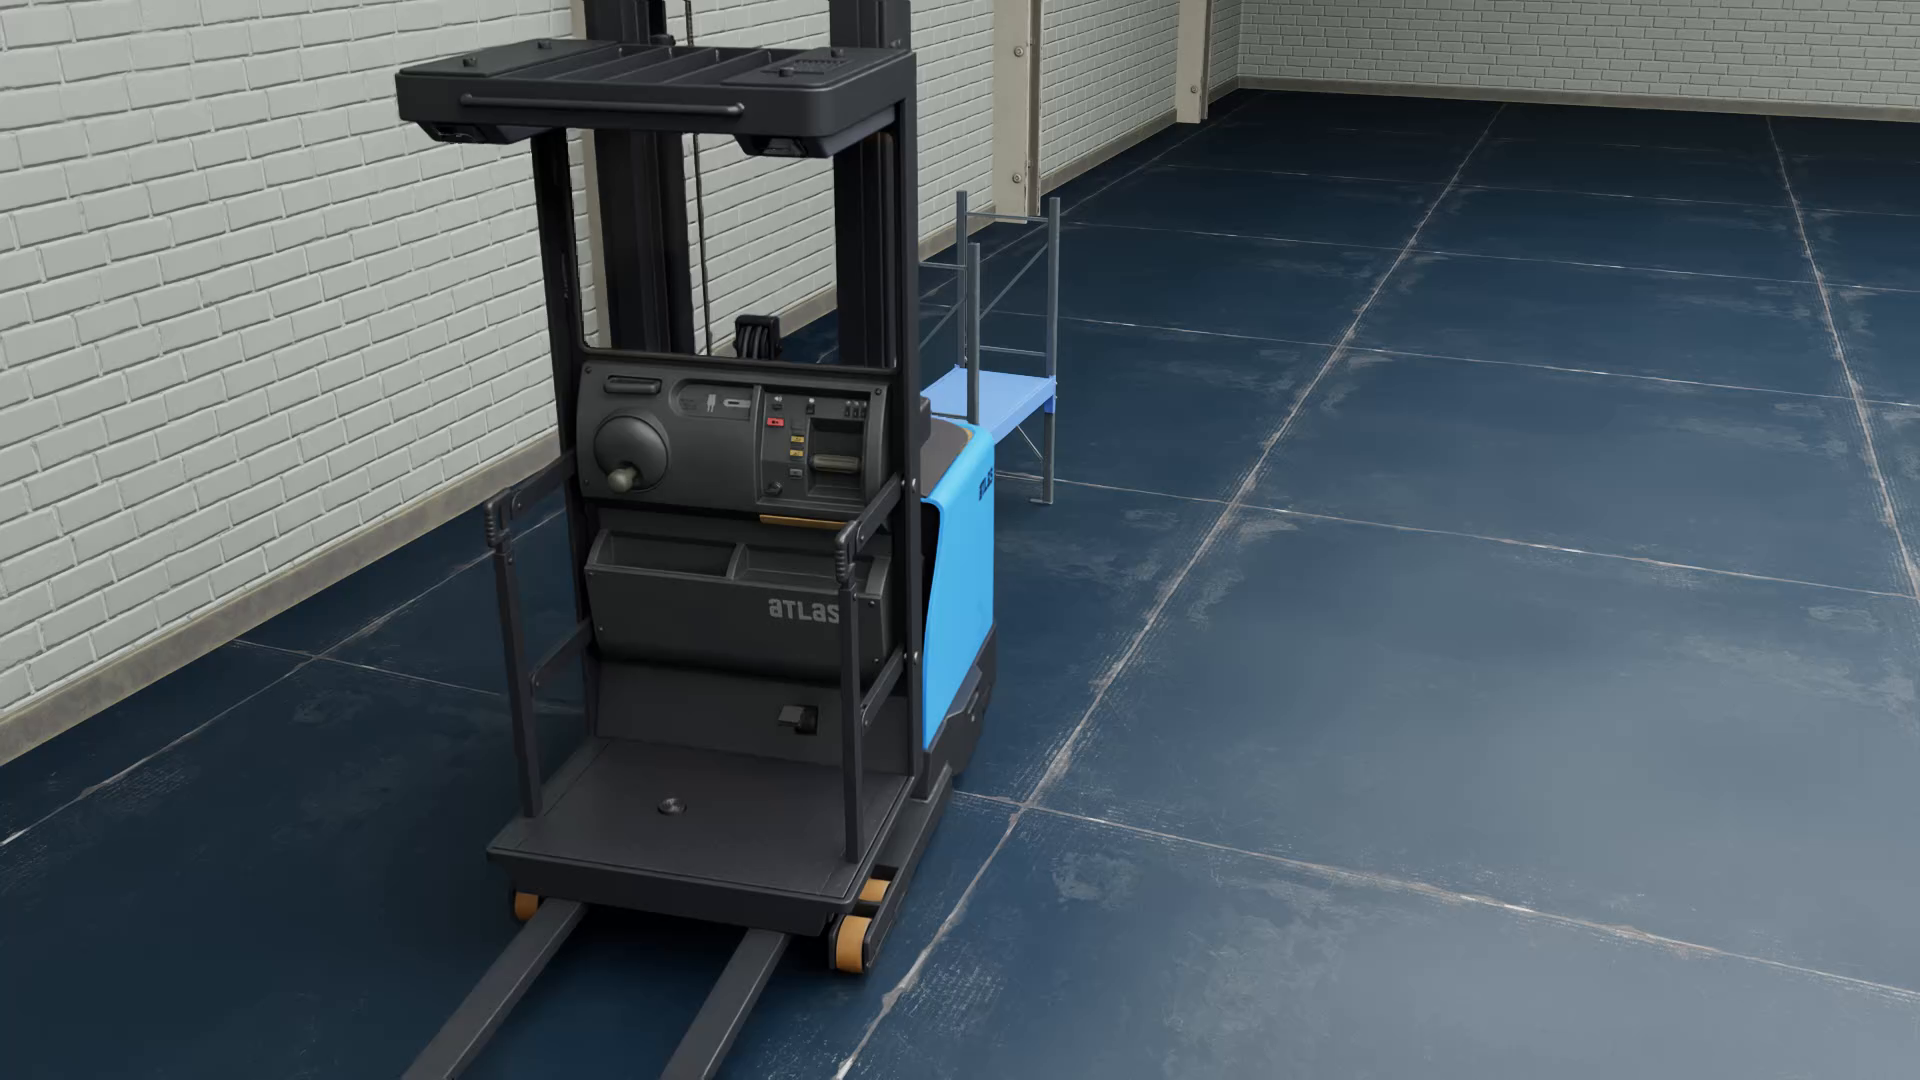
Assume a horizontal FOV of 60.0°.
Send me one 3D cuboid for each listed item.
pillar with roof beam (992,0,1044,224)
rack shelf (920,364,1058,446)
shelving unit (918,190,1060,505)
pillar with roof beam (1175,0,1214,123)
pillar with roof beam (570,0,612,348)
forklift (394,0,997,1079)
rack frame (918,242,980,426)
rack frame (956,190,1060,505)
[{"bbox_3d":[4.484,-6.336,11.243,9.100,9.000,0.400,9,24,20],"label":"pillar with roof beam"},{"bbox_3d":[0.032,-0.557,7.603,0.538,0.185,1.000,9,24,20],"label":"rack shelf"},{"bbox_3d":[0.032,-0.723,7.534,0.538,1.500,1.048,9,24,20],"label":"shelving unit"},{"bbox_3d":[6.713,-8.483,16.383,9.100,9.000,0.400,9,24,20],"label":"pillar with roof beam"},{"bbox_3d":[2.255,-4.189,6.103,9.100,9.000,0.400,9,24,20],"label":"pillar with roof beam"},{"bbox_3d":[-0.712,-0.270,4.594,1.130,2.935,3.031,5,23,13],"label":"forklift"},{"bbox_3d":[-0.157,-0.541,7.098,0.500,1.500,0.032,9,24,20],"label":"rack frame"},{"bbox_3d":[0.221,-0.904,7.970,0.500,1.500,0.032,9,24,20],"label":"rack frame"}]
